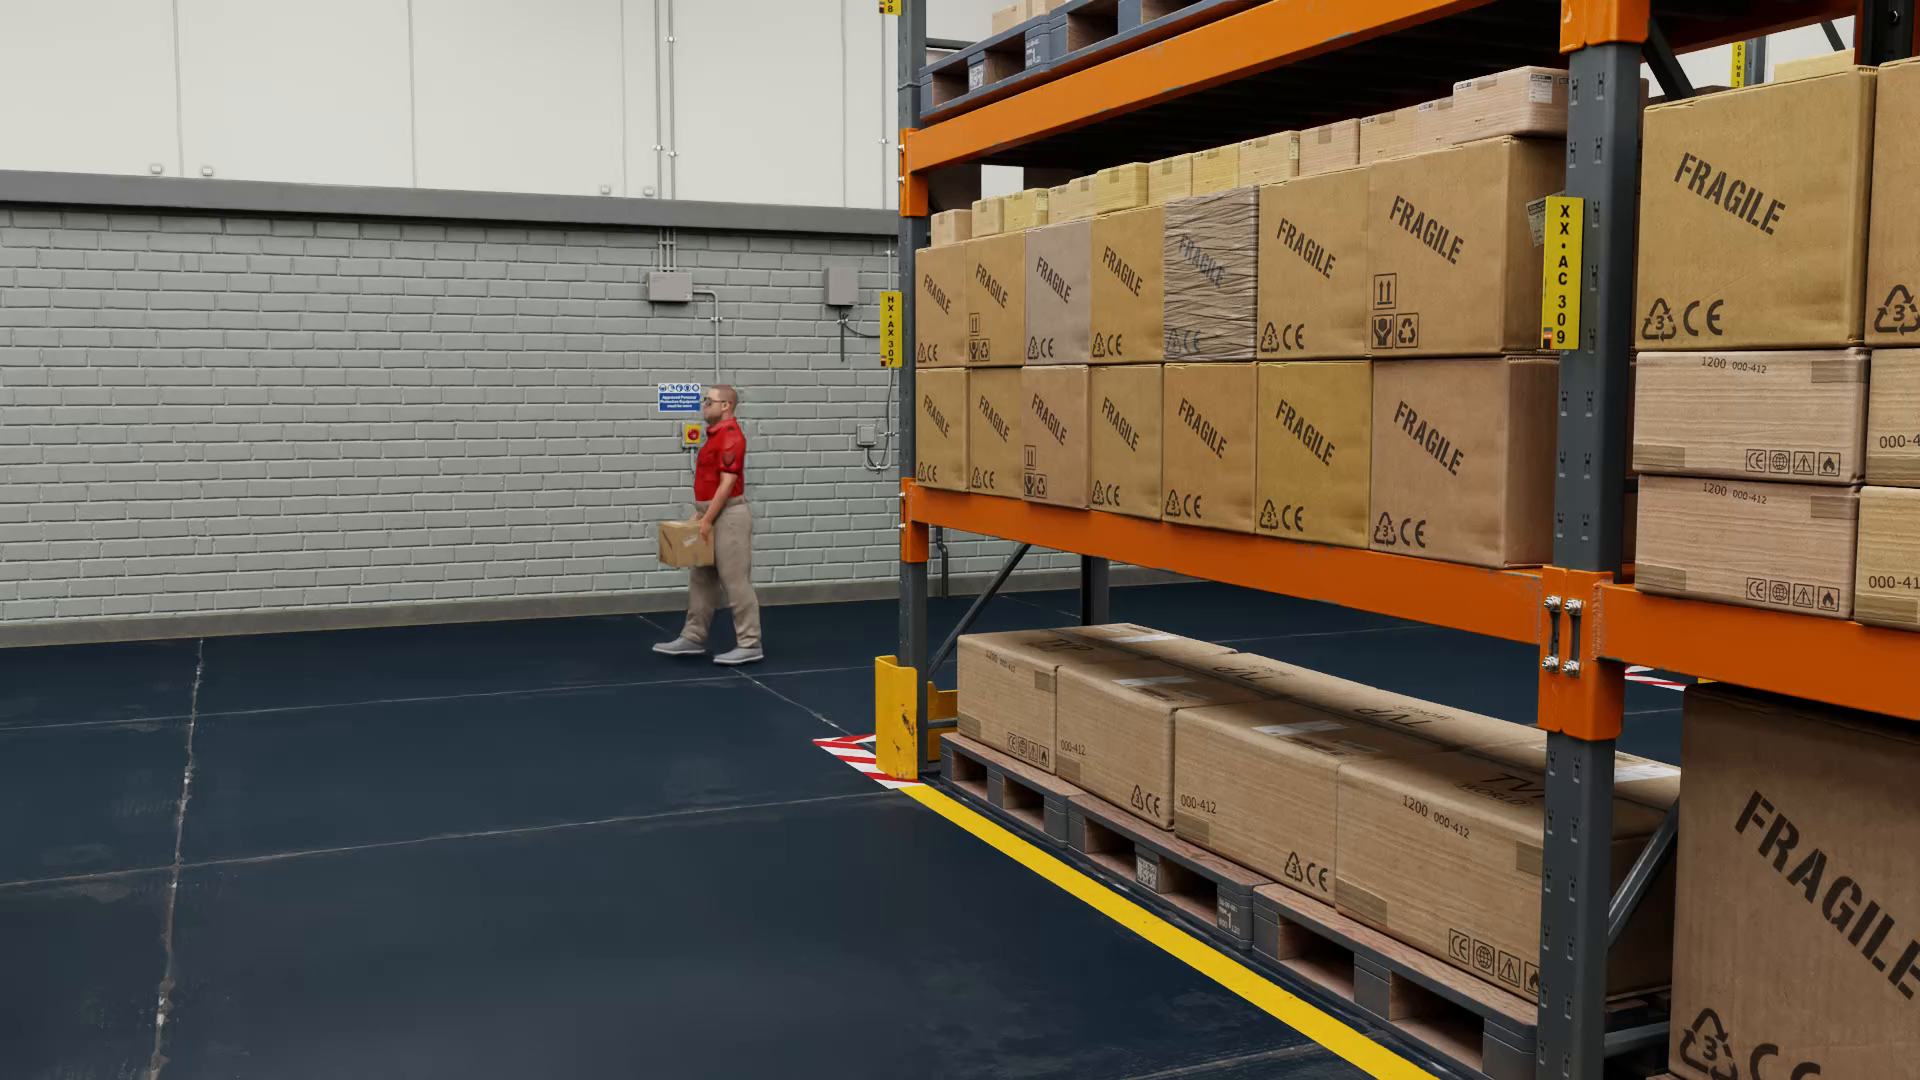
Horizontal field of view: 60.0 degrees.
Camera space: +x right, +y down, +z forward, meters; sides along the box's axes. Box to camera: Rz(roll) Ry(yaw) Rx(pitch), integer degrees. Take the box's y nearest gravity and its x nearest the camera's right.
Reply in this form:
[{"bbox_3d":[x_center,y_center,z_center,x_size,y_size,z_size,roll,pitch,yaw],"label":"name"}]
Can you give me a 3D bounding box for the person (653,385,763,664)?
[{"bbox_3d":[-1.566,-0.099,10.326,0.648,1.724,0.577,-2,6,-18],"label":"person"}]
